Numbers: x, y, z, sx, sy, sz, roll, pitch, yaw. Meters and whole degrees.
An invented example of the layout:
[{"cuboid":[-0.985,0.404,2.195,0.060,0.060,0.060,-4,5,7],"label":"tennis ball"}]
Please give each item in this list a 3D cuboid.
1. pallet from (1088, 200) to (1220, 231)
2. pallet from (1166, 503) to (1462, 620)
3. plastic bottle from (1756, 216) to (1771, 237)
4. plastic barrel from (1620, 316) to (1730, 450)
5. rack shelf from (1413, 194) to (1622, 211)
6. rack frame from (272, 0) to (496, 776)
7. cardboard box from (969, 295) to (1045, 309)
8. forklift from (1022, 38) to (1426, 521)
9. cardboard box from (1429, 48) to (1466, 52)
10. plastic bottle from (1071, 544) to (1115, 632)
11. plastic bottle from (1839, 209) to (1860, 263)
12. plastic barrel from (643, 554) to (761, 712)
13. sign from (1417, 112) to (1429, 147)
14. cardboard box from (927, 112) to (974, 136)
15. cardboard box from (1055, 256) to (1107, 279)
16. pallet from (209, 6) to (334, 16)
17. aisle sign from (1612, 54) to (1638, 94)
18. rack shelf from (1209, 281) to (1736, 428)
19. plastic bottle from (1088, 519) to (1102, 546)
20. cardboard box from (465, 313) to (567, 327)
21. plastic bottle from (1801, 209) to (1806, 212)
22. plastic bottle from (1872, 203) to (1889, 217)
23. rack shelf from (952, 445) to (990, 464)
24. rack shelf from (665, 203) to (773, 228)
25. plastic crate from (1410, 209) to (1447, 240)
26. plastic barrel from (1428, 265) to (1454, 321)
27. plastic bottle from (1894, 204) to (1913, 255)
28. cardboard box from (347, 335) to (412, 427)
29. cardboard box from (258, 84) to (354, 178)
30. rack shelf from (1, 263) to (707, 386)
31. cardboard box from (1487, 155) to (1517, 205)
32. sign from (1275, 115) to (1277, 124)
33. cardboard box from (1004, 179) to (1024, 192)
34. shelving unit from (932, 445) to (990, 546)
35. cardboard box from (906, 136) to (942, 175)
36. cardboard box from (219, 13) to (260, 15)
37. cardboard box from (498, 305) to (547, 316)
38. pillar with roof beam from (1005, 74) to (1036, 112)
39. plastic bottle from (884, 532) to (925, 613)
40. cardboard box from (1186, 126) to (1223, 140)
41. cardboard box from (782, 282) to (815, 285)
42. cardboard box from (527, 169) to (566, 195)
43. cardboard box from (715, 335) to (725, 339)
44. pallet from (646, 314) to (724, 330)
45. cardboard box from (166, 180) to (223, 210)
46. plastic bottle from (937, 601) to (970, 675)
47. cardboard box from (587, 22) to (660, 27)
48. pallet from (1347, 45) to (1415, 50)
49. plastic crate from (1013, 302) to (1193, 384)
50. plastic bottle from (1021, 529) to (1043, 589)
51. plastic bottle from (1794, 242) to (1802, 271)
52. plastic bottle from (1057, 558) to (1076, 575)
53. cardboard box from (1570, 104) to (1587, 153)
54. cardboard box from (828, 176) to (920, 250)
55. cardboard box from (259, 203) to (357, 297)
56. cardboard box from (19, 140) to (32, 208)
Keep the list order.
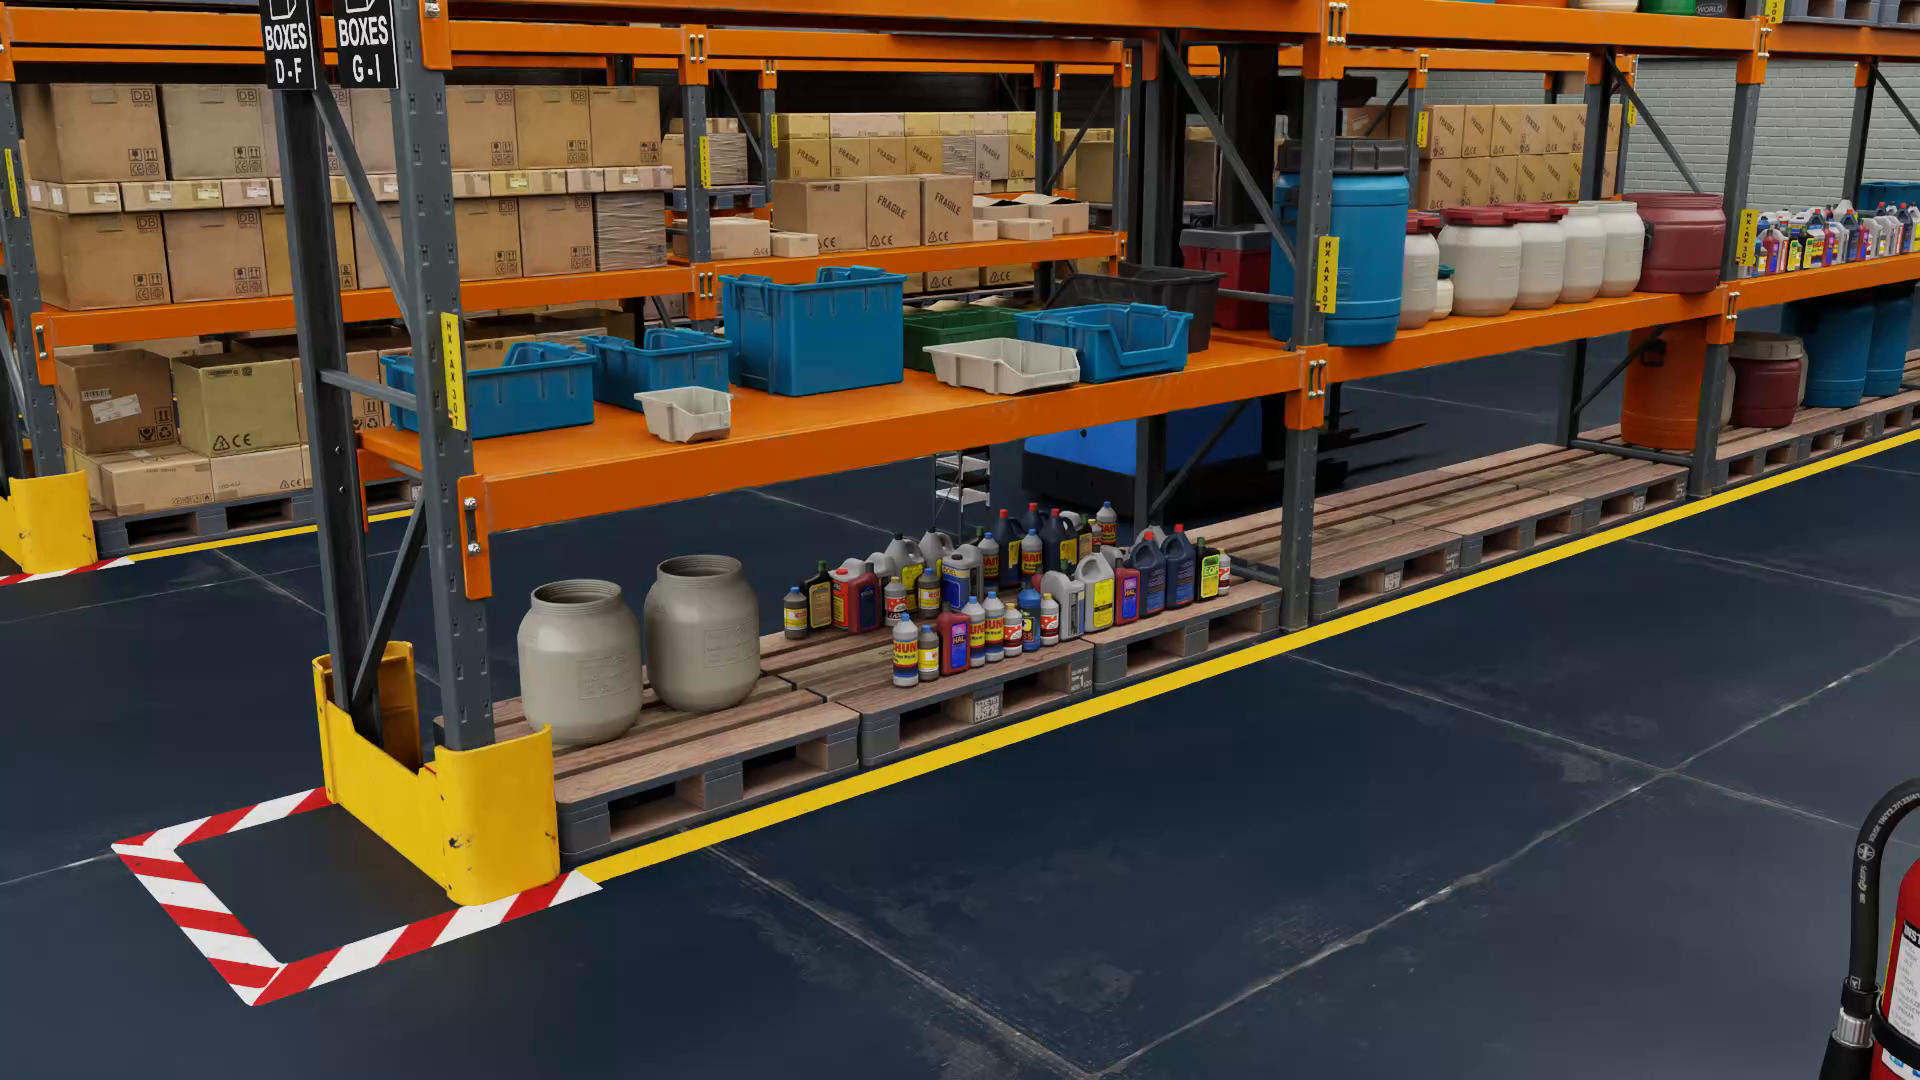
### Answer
[{"cuboid":[1.472,-2.802,14.301,1.003,0.211,1.213,-13,19,-39],"label":"pallet"},{"cuboid":[1.805,0.083,8.532,1.213,0.211,1.003,-13,19,-39],"label":"pallet"},{"cuboid":[5.642,-2.141,11.704,0.097,0.271,0.097,0,15,0],"label":"plastic bottle"},{"cuboid":[4.613,-1.042,10.731,0.708,0.830,0.600,-13,19,-39],"label":"plastic barrel"},{"cuboid":[5.533,-3.436,17.693,4.000,0.370,1.077,-13,19,-39],"label":"rack shelf"},{"cuboid":[-1.780,-0.447,5.109,0.127,3.000,1.000,-13,19,-39],"label":"rack frame"},{"cuboid":[0.418,-1.881,13.905,0.500,0.311,0.500,-12,19,-38],"label":"cardboard box"},{"cuboid":[1.828,-1.816,10.370,3.031,2.935,1.130,-12,19,-39],"label":"forklift"},{"cuboid":[4.553,-4.855,16.092,0.500,0.250,0.500,-13,19,-39],"label":"cardboard box"},{"cuboid":[0.553,0.196,6.986,0.185,0.351,0.144,-13,20,-40],"label":"plastic bottle"},{"cuboid":[5.963,-2.050,11.206,0.185,0.351,0.144,-13,19,-39],"label":"plastic bottle"},{"cuboid":[-0.956,0.341,6.167,0.421,0.512,0.421,0,15,0],"label":"plastic barrel"},{"cuboid":[4.391,-3.896,15.780,0.005,0.325,0.100,-13,19,-39],"label":"sign"},{"cuboid":[-0.192,-4.672,18.666,0.500,0.250,0.500,-12,19,-38],"label":"cardboard box"},{"cuboid":[1.401,-3.510,20.608,0.500,0.500,0.700,-12,19,-39],"label":"cardboard box"},{"cuboid":[-3.558,-3.140,9.553,1.213,0.211,1.003,-13,19,-39],"label":"pallet"},{"cuboid":[7.294,-5.330,18.353,0.004,0.787,0.394,-13,19,-39],"label":"aisle sign"},{"cuboid":[2.746,-1.115,9.007,4.000,0.370,1.077,-13,19,-39],"label":"rack shelf"},{"cuboid":[0.633,0.001,8.003,0.097,0.201,0.097,0,15,0],"label":"plastic bottle"},{"cuboid":[-2.939,-1.222,11.074,0.500,0.500,0.500,-13,19,-39],"label":"cardboard box"},{"cuboid":[6.292,-2.337,12.435,0.097,0.271,0.097,0,15,0],"label":"plastic bottle"},{"cuboid":[6.560,-2.233,11.892,0.185,0.351,0.144,-13,19,-39],"label":"plastic bottle"},{"cuboid":[0.006,-0.491,9.124,0.200,0.077,0.258,-13,20,-39],"label":"rack shelf"},{"cuboid":[-3.757,-3.044,16.228,4.000,0.370,1.077,-13,19,-39],"label":"rack shelf"},{"cuboid":[2.835,-1.618,9.373,0.583,0.464,0.402,-13,19,-39],"label":"plastic crate"},{"cuboid":[2.337,-1.252,8.391,0.301,0.262,0.301,0,15,0],"label":"plastic barrel"},{"cuboid":[6.655,-2.205,11.787,0.185,0.351,0.144,-13,19,-39],"label":"plastic bottle"},{"cuboid":[-3.345,-0.949,10.053,0.500,0.500,0.500,-13,19,-39],"label":"cardboard box"},{"cuboid":[-3.855,-2.348,9.519,0.500,0.500,0.700,-13,19,-39],"label":"cardboard box"},{"cuboid":[-3.520,-1.403,10.083,4.000,0.370,1.077,-13,19,-39],"label":"rack shelf"},{"cuboid":[5.350,-3.698,17.086,0.500,0.500,0.500,-13,20,-40],"label":"cardboard box"},{"cuboid":[4.132,-5.651,21.893,0.005,0.325,0.100,-13,19,-39],"label":"sign"},{"cuboid":[0.525,-4.137,19.372,0.250,0.149,0.380,-12,19,-38],"label":"cardboard box"},{"cuboid":[0.006,-0.436,9.139,0.210,0.900,0.258,-13,20,-39],"label":"shelving unit"},{"cuboid":[-0.550,-4.225,18.446,0.500,0.500,0.500,-12,19,-38],"label":"cardboard box"},{"cuboid":[-5.874,-4.343,13.652,0.500,0.500,0.500,14,20,42],"label":"cardboard box"},{"cuboid":[-4.365,-2.283,15.975,0.500,0.500,0.700,-13,20,-40],"label":"cardboard box"},{"cuboid":[3.555,-6.755,17.103,0.400,9.000,9.100,-13,19,-39],"label":"pillar with roof beam"},{"cuboid":[-0.247,0.135,7.214,0.185,0.351,0.144,-12,19,-37],"label":"plastic bottle"},{"cuboid":[2.867,-5.017,21.638,0.700,0.700,0.980,-13,20,-40],"label":"cardboard box"},{"cuboid":[-1.607,-2.994,17.997,0.750,0.750,0.750,-13,20,-40],"label":"cardboard box"},{"cuboid":[-2.657,-2.232,10.343,0.250,0.149,0.380,-13,20,-39],"label":"cardboard box"},{"cuboid":[-1.536,-1.256,11.567,0.500,0.311,0.500,-13,19,-39],"label":"cardboard box"},{"cuboid":[-2.839,-2.251,17.269,1.213,0.211,1.003,-13,19,-39],"label":"pallet"},{"cuboid":[-4.205,-1.885,9.043,0.250,0.149,0.380,-13,19,-39],"label":"cardboard box"},{"cuboid":[-0.025,0.372,6.456,0.133,0.283,0.061,-12,19,-38],"label":"plastic bottle"},{"cuboid":[-3.287,-5.038,16.246,0.637,0.503,0.797,-9,18,-32],"label":"cardboard box"},{"cuboid":[3.486,-4.706,15.607,1.003,0.211,1.213,-13,19,-39],"label":"pallet"},{"cuboid":[0.581,-0.812,6.765,0.616,0.251,0.499,-13,19,-39],"label":"plastic crate"},{"cuboid":[0.326,0.086,7.552,0.097,0.271,0.097,0,15,0],"label":"plastic bottle"},{"cuboid":[5.349,-1.831,10.679,0.097,0.201,0.097,0,15,0],"label":"plastic bottle"},{"cuboid":[0.466,0.213,7.053,0.133,0.283,0.061,-13,19,-39],"label":"plastic bottle"},{"cuboid":[6.506,-4.439,17.923,0.500,0.500,0.500,-12,19,-38],"label":"cardboard box"},{"cuboid":[-0.646,-2.438,12.372,0.500,0.500,0.500,-13,19,-39],"label":"cardboard box"},{"cuboid":[-3.897,-1.709,9.643,0.500,0.500,0.700,-12,19,-39],"label":"cardboard box"},{"cuboid":[-7.346,-2.779,12.640,0.500,0.500,0.500,-13,19,-39],"label":"cardboard box"}]
